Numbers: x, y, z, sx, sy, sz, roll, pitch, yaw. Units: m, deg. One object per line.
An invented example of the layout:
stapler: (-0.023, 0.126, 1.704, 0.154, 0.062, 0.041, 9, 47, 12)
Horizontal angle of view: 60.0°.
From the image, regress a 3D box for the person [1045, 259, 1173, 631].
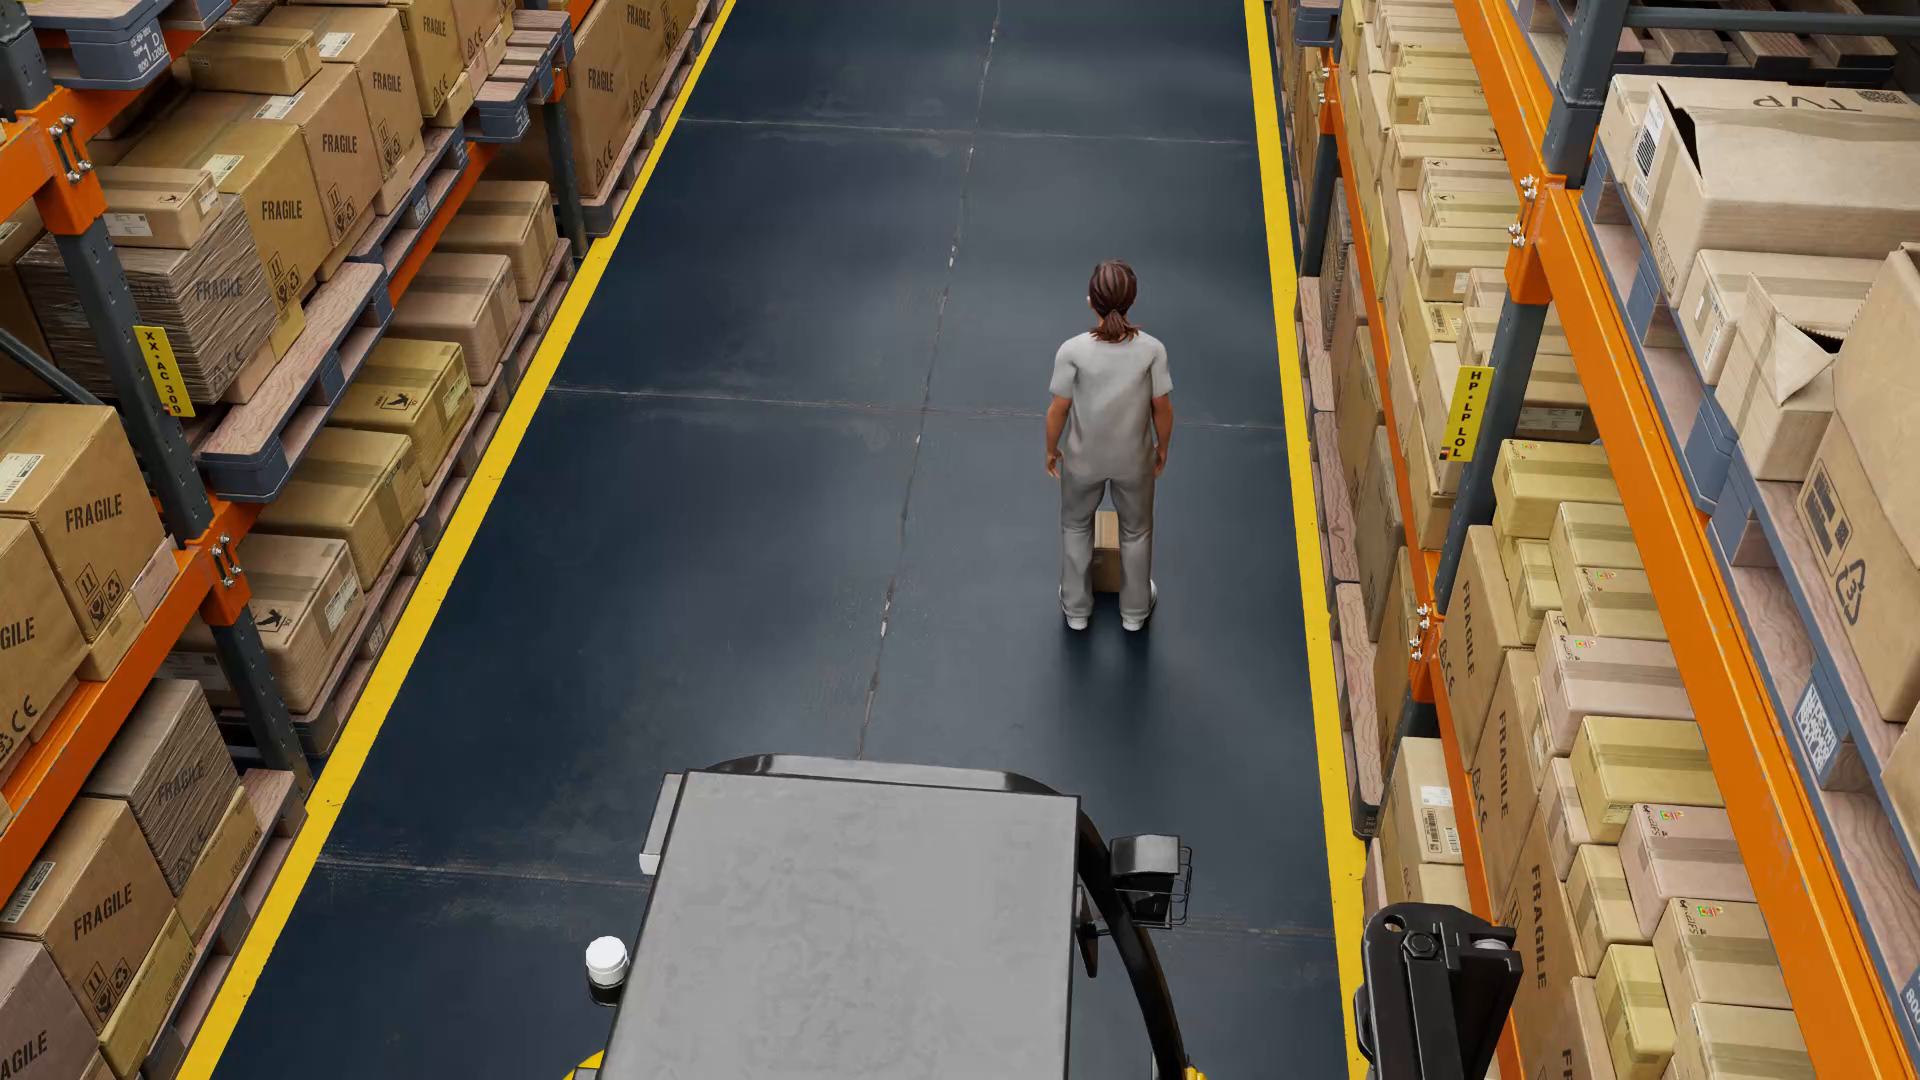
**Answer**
person: (0.588, -0.333, 6.553, 0.513, 1.671, 0.359, 1, 40, 1)
